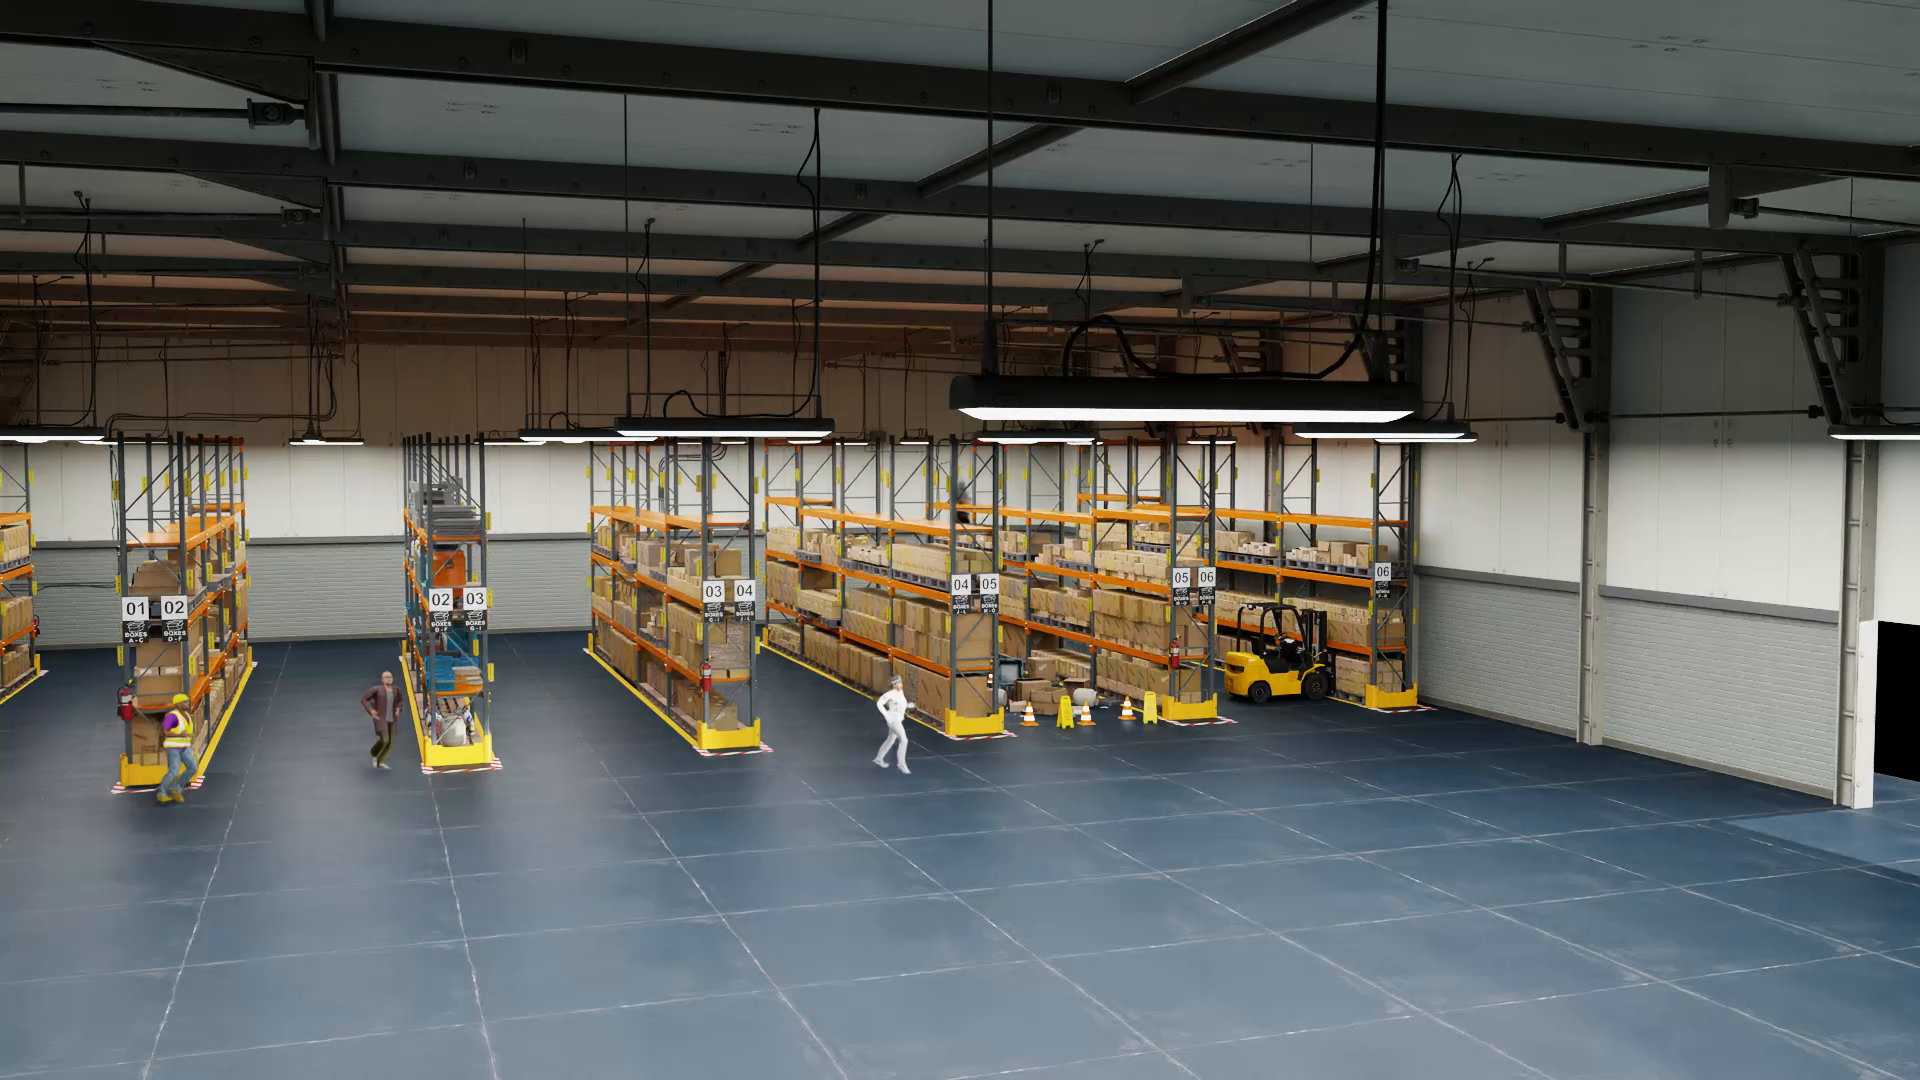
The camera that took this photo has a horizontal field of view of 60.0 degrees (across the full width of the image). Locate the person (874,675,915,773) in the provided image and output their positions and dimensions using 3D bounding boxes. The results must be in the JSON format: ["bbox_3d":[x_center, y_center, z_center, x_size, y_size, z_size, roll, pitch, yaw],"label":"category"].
[{"bbox_3d":[-1.166,3.255,29.480,0.755,1.761,0.581,1,3,19],"label":"person"}]

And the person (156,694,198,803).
[{"bbox_3d":[-12.605,3.375,26.895,0.645,1.770,0.688,1,3,14],"label":"person"}]

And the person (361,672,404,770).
[{"bbox_3d":[-10.203,3.211,29.588,0.549,1.734,0.741,3,4,44],"label":"person"}]
